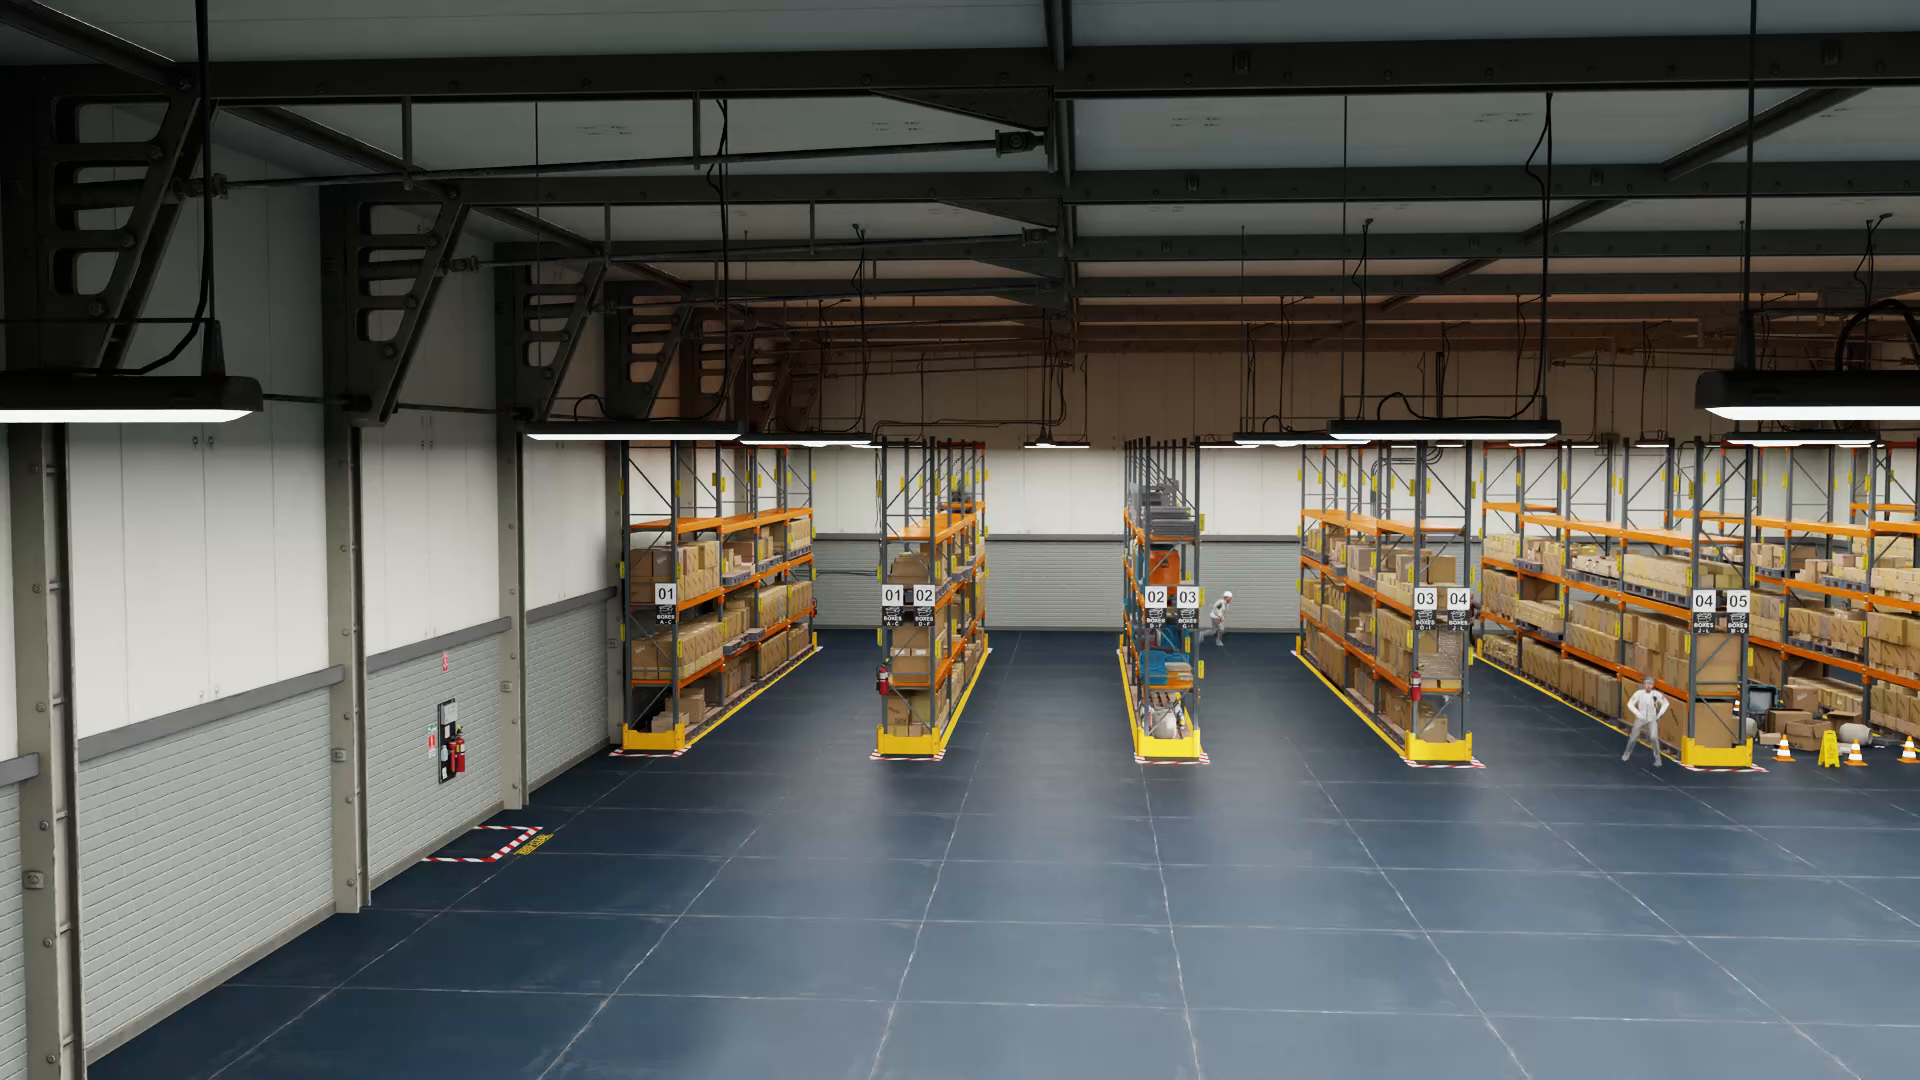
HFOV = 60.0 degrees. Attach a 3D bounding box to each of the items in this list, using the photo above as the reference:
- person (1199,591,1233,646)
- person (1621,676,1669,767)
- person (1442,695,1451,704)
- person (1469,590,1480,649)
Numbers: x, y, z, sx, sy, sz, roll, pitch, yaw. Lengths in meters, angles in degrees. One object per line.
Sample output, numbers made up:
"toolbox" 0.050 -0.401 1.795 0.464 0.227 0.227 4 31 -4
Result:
"person" 7.568 2.312 49.132 1.059 1.625 0.642 2 4 32
"person" 12.516 3.290 30.352 0.786 1.643 0.675 1 3 19
"person" 11.164 2.823 38.066 0.696 1.791 1.032 0 3 -2
"person" 14.430 2.320 47.304 0.881 1.782 0.759 0 3 3
